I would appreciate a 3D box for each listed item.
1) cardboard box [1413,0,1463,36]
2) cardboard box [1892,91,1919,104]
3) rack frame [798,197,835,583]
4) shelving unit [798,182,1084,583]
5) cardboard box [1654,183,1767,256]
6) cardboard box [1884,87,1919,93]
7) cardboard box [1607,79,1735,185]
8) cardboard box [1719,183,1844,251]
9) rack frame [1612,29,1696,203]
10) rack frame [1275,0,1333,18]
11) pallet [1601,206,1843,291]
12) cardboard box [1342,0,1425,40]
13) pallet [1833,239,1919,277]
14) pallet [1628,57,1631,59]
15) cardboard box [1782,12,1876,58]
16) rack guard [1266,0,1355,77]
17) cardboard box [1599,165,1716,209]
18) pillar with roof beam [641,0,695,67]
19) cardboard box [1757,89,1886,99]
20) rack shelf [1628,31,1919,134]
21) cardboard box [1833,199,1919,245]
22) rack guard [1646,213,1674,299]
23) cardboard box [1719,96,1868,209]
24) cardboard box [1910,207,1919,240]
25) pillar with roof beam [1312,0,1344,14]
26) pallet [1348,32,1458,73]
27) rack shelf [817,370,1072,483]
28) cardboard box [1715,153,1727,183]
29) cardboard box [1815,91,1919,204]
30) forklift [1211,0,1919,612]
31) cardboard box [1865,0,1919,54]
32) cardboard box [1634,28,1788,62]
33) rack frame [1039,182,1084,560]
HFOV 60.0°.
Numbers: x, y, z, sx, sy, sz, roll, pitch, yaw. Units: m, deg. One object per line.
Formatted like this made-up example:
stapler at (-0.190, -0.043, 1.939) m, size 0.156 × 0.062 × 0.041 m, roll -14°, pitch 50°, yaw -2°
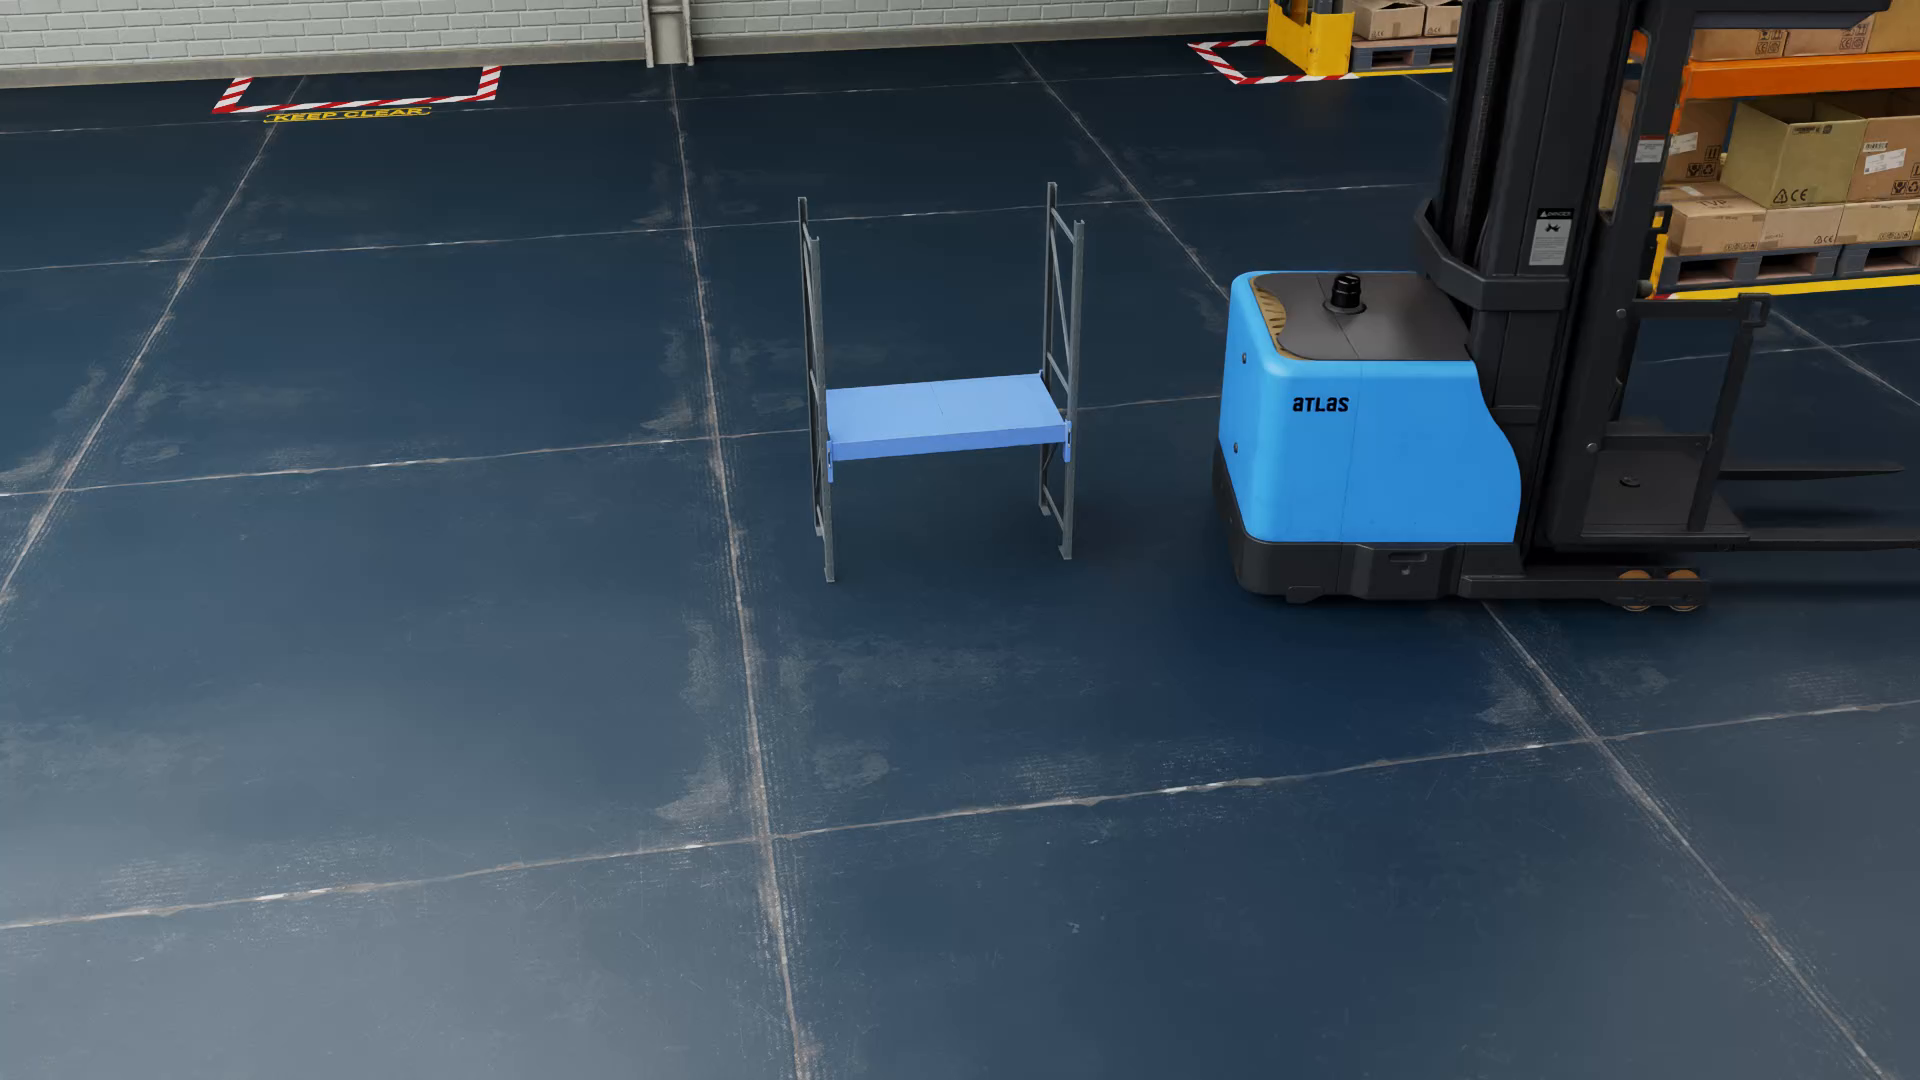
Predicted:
cardboard box at (4.153, -4.530, 14.214) m, size 0.500 × 0.311 × 0.500 m, roll -3°, pitch 31°, yaw -5°
cardboard box at (5.835, -2.352, 9.850) m, size 0.500 × 0.500 × 0.500 m, roll -5°, pitch 31°, yaw -9°
rack frame at (-0.584, -0.592, 6.778) m, size 0.032 × 1.500 × 0.500 m, roll -5°, pitch 31°, yaw -9°
shelving unit at (-0.084, -0.639, 6.857) m, size 1.048 × 1.500 × 0.538 m, roll -5°, pitch 31°, yaw -9°
cardboard box at (4.359, -1.894, 9.809) m, size 0.500 × 0.250 × 0.500 m, roll -5°, pitch 31°, yaw -9°
cardboard box at (5.739, -2.620, 10.305) m, size 0.500 × 0.500 × 0.500 m, roll -5°, pitch 31°, yaw -9°
cardboard box at (4.265, -2.476, 10.060) m, size 0.500 × 0.500 × 0.500 m, roll -5°, pitch 31°, yaw -9°
cardboard box at (4.850, -1.941, 9.890) m, size 0.500 × 0.250 × 0.500 m, roll -5°, pitch 31°, yaw -9°
rack frame at (3.792, -2.960, 9.324) m, size 0.127 × 3.000 × 1.000 m, roll -5°, pitch 31°, yaw -9°
rack frame at (2.896, -5.429, 13.524) m, size 0.127 × 3.000 × 1.000 m, roll -5°, pitch 31°, yaw -9°
pallet at (4.536, -1.849, 10.185) m, size 1.213 × 0.211 × 1.003 m, roll -5°, pitch 31°, yaw -9°
cardboard box at (3.592, -4.478, 14.125) m, size 0.500 × 0.311 × 0.500 m, roll -9°, pitch 32°, yaw -15°
pallet at (5.734, -1.958, 10.372) m, size 1.213 × 0.211 × 1.003 m, roll -5°, pitch 31°, yaw -9°
pallet at (6.176, -4.513, 14.718) m, size 1.213 × 0.211 × 1.003 m, roll -5°, pitch 31°, yaw -9°
cardboard box at (4.769, -3.089, 9.446) m, size 0.500 × 0.500 × 0.700 m, roll -5°, pitch 31°, yaw -8°
rack guard at (2.970, -4.359, 14.169) m, size 0.348 × 0.500 × 1.175 m, roll -5°, pitch 31°, yaw -9°
cardboard box at (4.266, -2.152, 10.249) m, size 0.500 × 0.250 × 0.500 m, roll -5°, pitch 31°, yaw -9°
pillar with roof beam at (-1.698, -5.816, 8.264) m, size 0.400 × 9.000 × 9.100 m, roll -5°, pitch 31°, yaw -9°
cardboard box at (5.246, -2.575, 10.228) m, size 0.500 × 0.500 × 0.500 m, roll -5°, pitch 31°, yaw -9°
rack shelf at (5.759, -2.832, 9.817) m, size 4.000 × 0.370 × 1.077 m, roll -5°, pitch 31°, yaw -9°
cardboard box at (5.342, -1.987, 9.967) m, size 0.500 × 0.250 × 0.500 m, roll -5°, pitch 31°, yaw -9°
rack guard at (3.768, -1.880, 9.954) m, size 0.348 × 0.500 × 1.175 m, roll -5°, pitch 31°, yaw -9°
cardboard box at (4.851, -2.263, 9.699) m, size 0.500 × 0.500 × 0.500 m, roll -5°, pitch 31°, yaw -9°
cardboard box at (5.835, -2.030, 10.041) m, size 0.500 × 0.250 × 0.500 m, roll -5°, pitch 31°, yaw -9°
pillar with roof beam at (4.204, -6.364, 9.195) m, size 0.400 × 9.000 × 9.100 m, roll -5°, pitch 31°, yaw -9°
pallet at (3.776, -4.291, 14.339) m, size 1.213 × 0.211 × 1.003 m, roll -5°, pitch 31°, yaw -9°
rack shelf at (-0.084, -0.484, 6.948) m, size 1.000 × 0.185 × 0.538 m, roll -5°, pitch 31°, yaw -9°
cardboard box at (4.756, -2.203, 10.336) m, size 0.500 × 0.250 × 0.500 m, roll -5°, pitch 31°, yaw -9°
cardboard box at (5.340, -2.316, 9.787) m, size 0.500 × 0.500 × 0.500 m, roll -5°, pitch 31°, yaw -9°
forklift at (2.655, -1.244, 6.474) m, size 3.031 × 2.935 × 1.130 m, roll 0°, pitch 30°, yaw 0°
cardboard box at (5.258, -3.132, 9.518) m, size 0.500 × 0.500 × 0.700 m, roll -5°, pitch 31°, yaw -9°
cardboard box at (4.253, -3.039, 9.361) m, size 0.500 × 0.500 × 0.700 m, roll -5°, pitch 31°, yaw -9°
rack frame at (0.416, -0.685, 6.936) m, size 0.032 × 1.500 × 0.500 m, roll -5°, pitch 31°, yaw -9°
